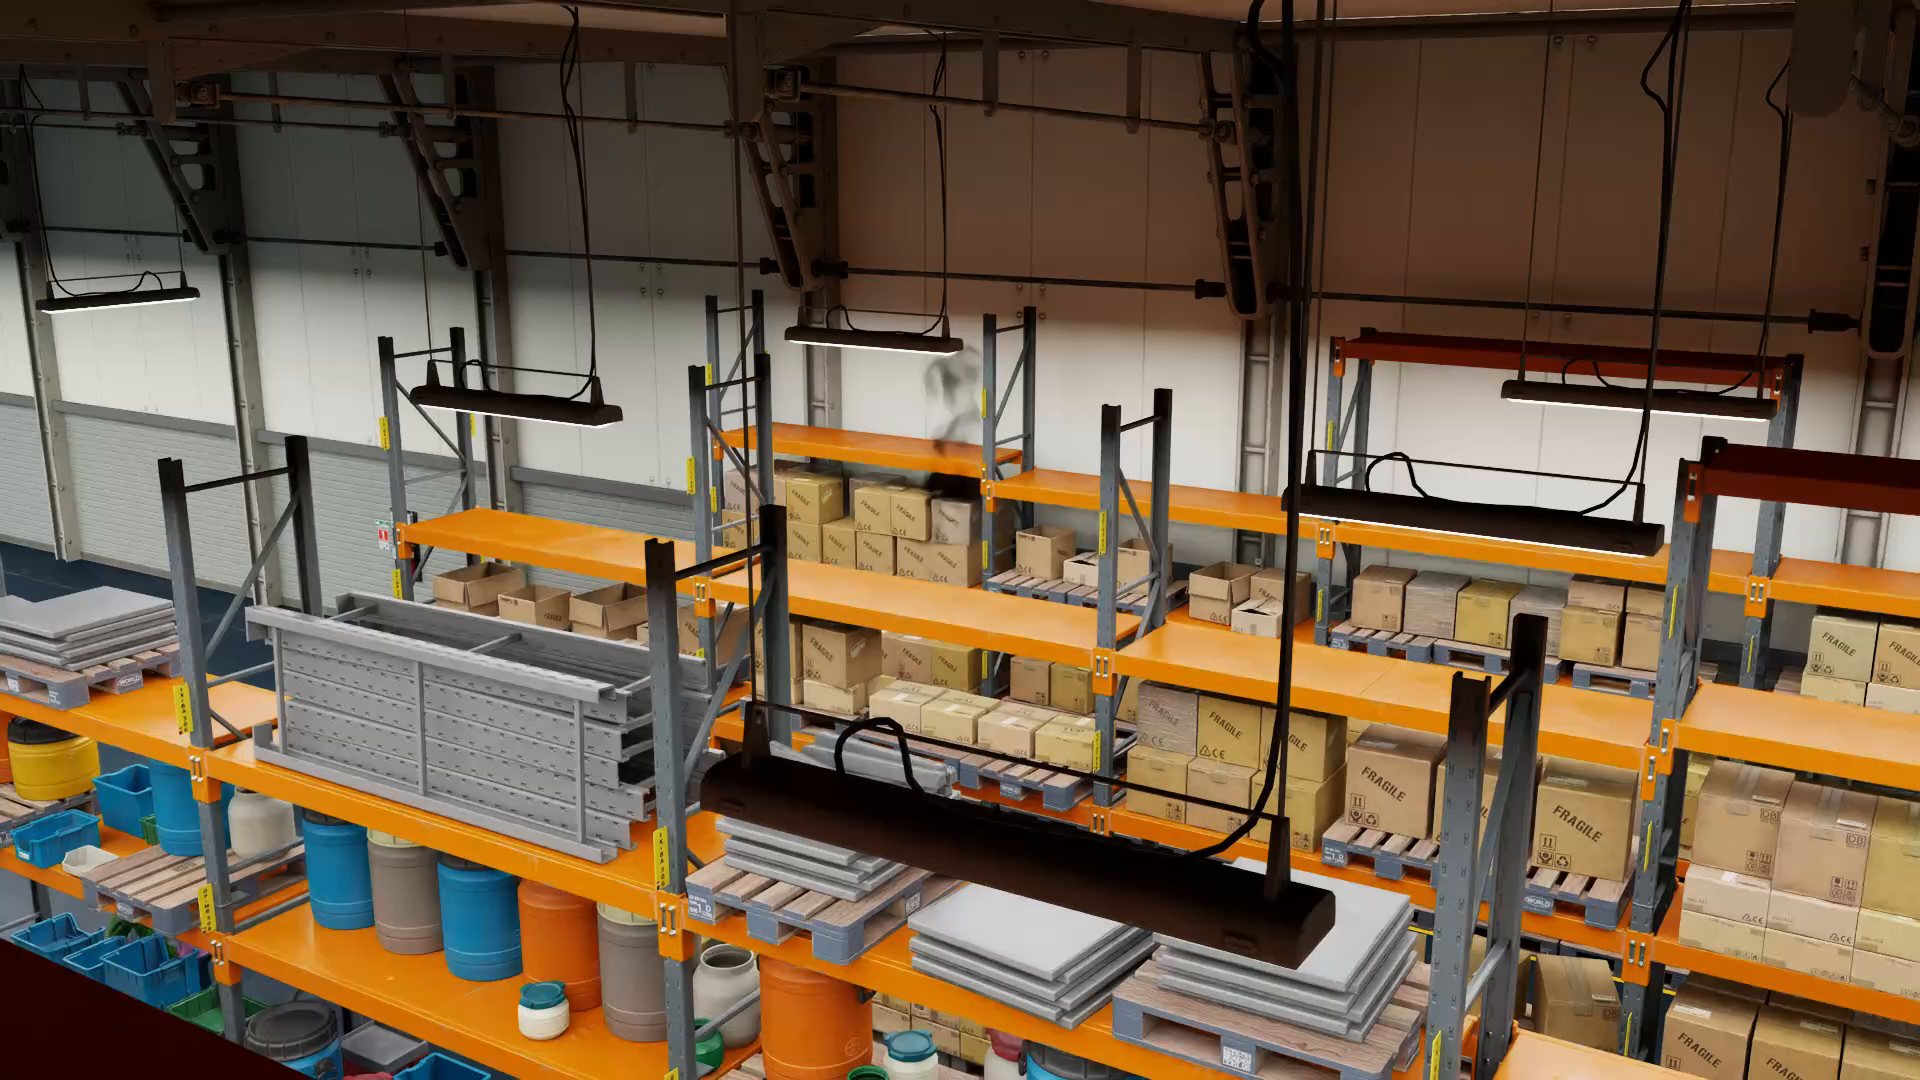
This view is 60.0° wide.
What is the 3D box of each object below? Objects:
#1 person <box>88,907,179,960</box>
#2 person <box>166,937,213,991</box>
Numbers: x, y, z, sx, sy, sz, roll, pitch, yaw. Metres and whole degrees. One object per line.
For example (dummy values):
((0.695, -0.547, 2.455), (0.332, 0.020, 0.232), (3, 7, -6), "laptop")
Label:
((-7.692, 3.491, 15.521), (0.588, 1.824, 0.864), (13, 19, 42), "person")
((-6.773, 3.743, 14.867), (0.974, 1.612, 0.495), (5, 15, 21), "person")
